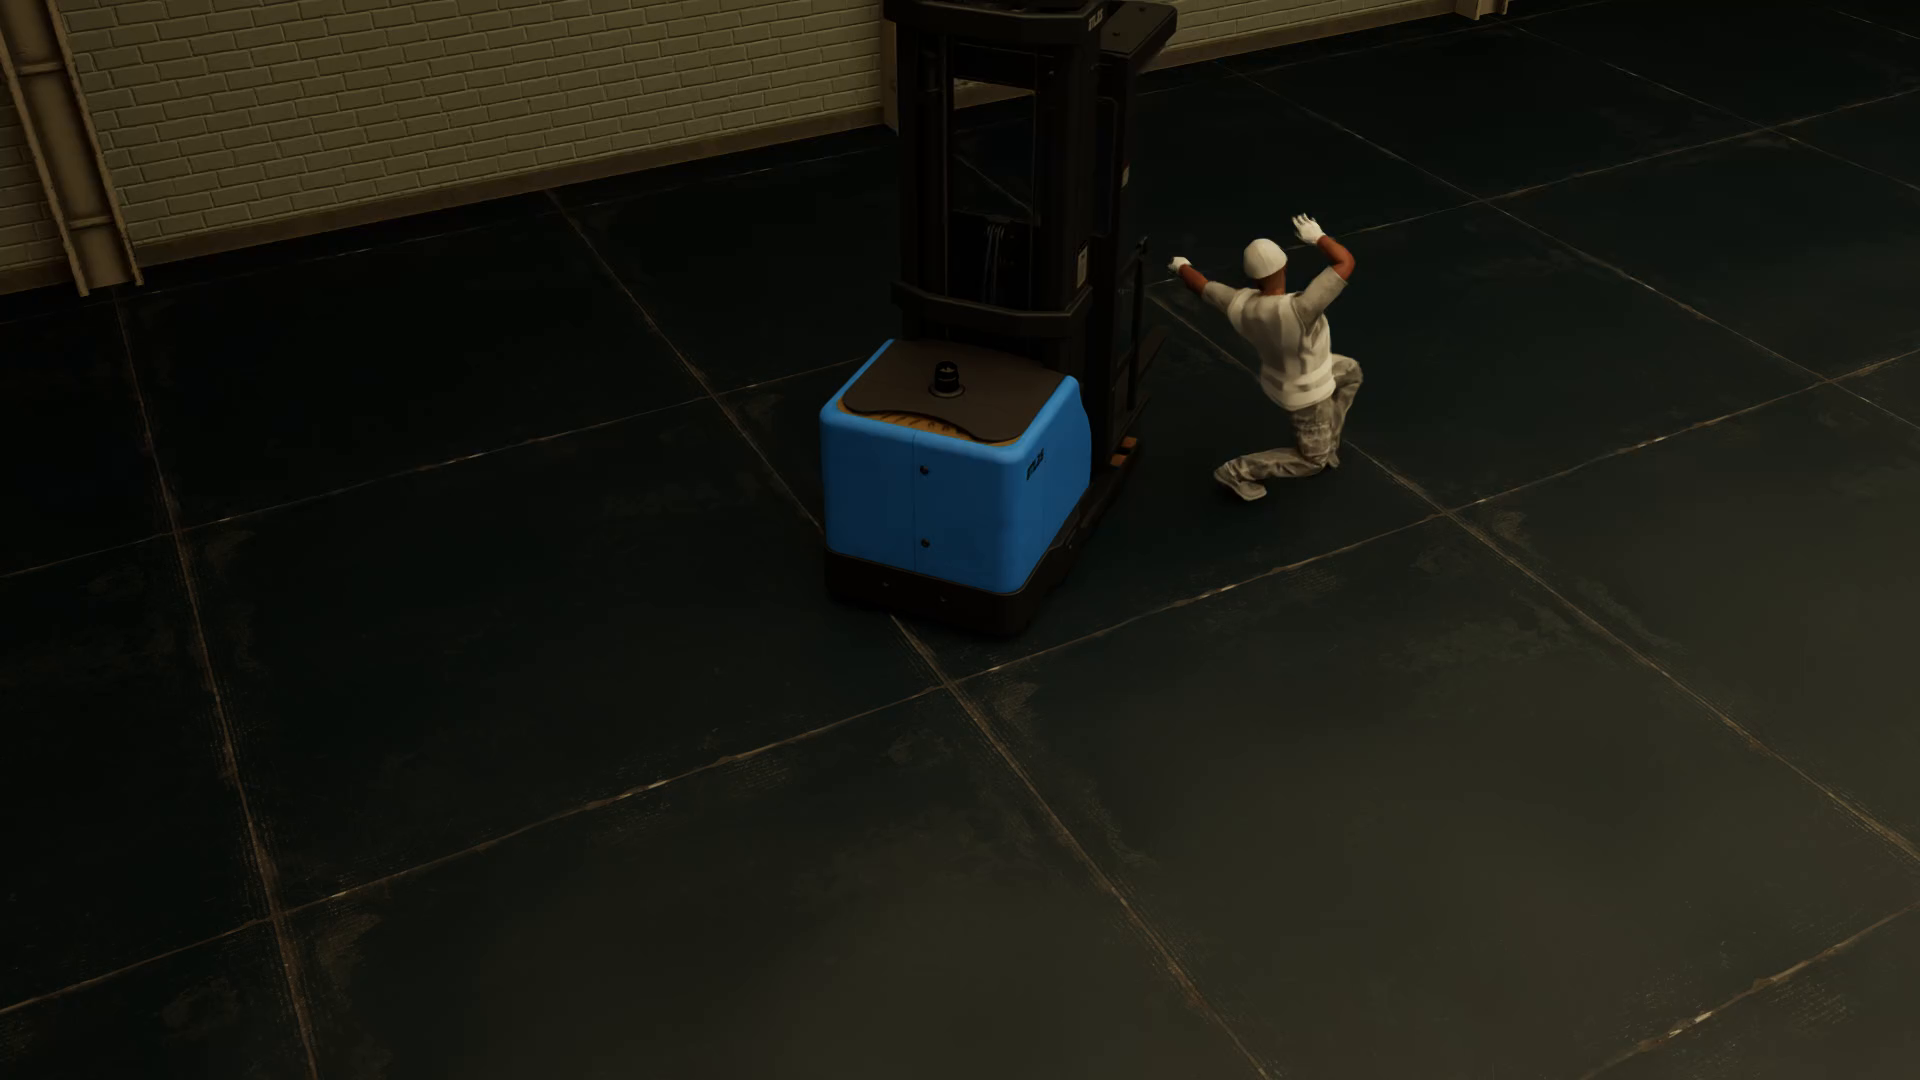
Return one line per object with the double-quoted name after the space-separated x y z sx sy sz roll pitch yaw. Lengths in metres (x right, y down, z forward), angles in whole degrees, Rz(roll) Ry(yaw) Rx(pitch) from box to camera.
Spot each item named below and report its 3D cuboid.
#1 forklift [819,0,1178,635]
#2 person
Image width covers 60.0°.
0.373 -1.588 8.370 1.130 2.935 3.031 14 38 19 "forklift"
1.677 -1.064 8.860 0.889 1.541 1.108 -12 37 -17 "person"
